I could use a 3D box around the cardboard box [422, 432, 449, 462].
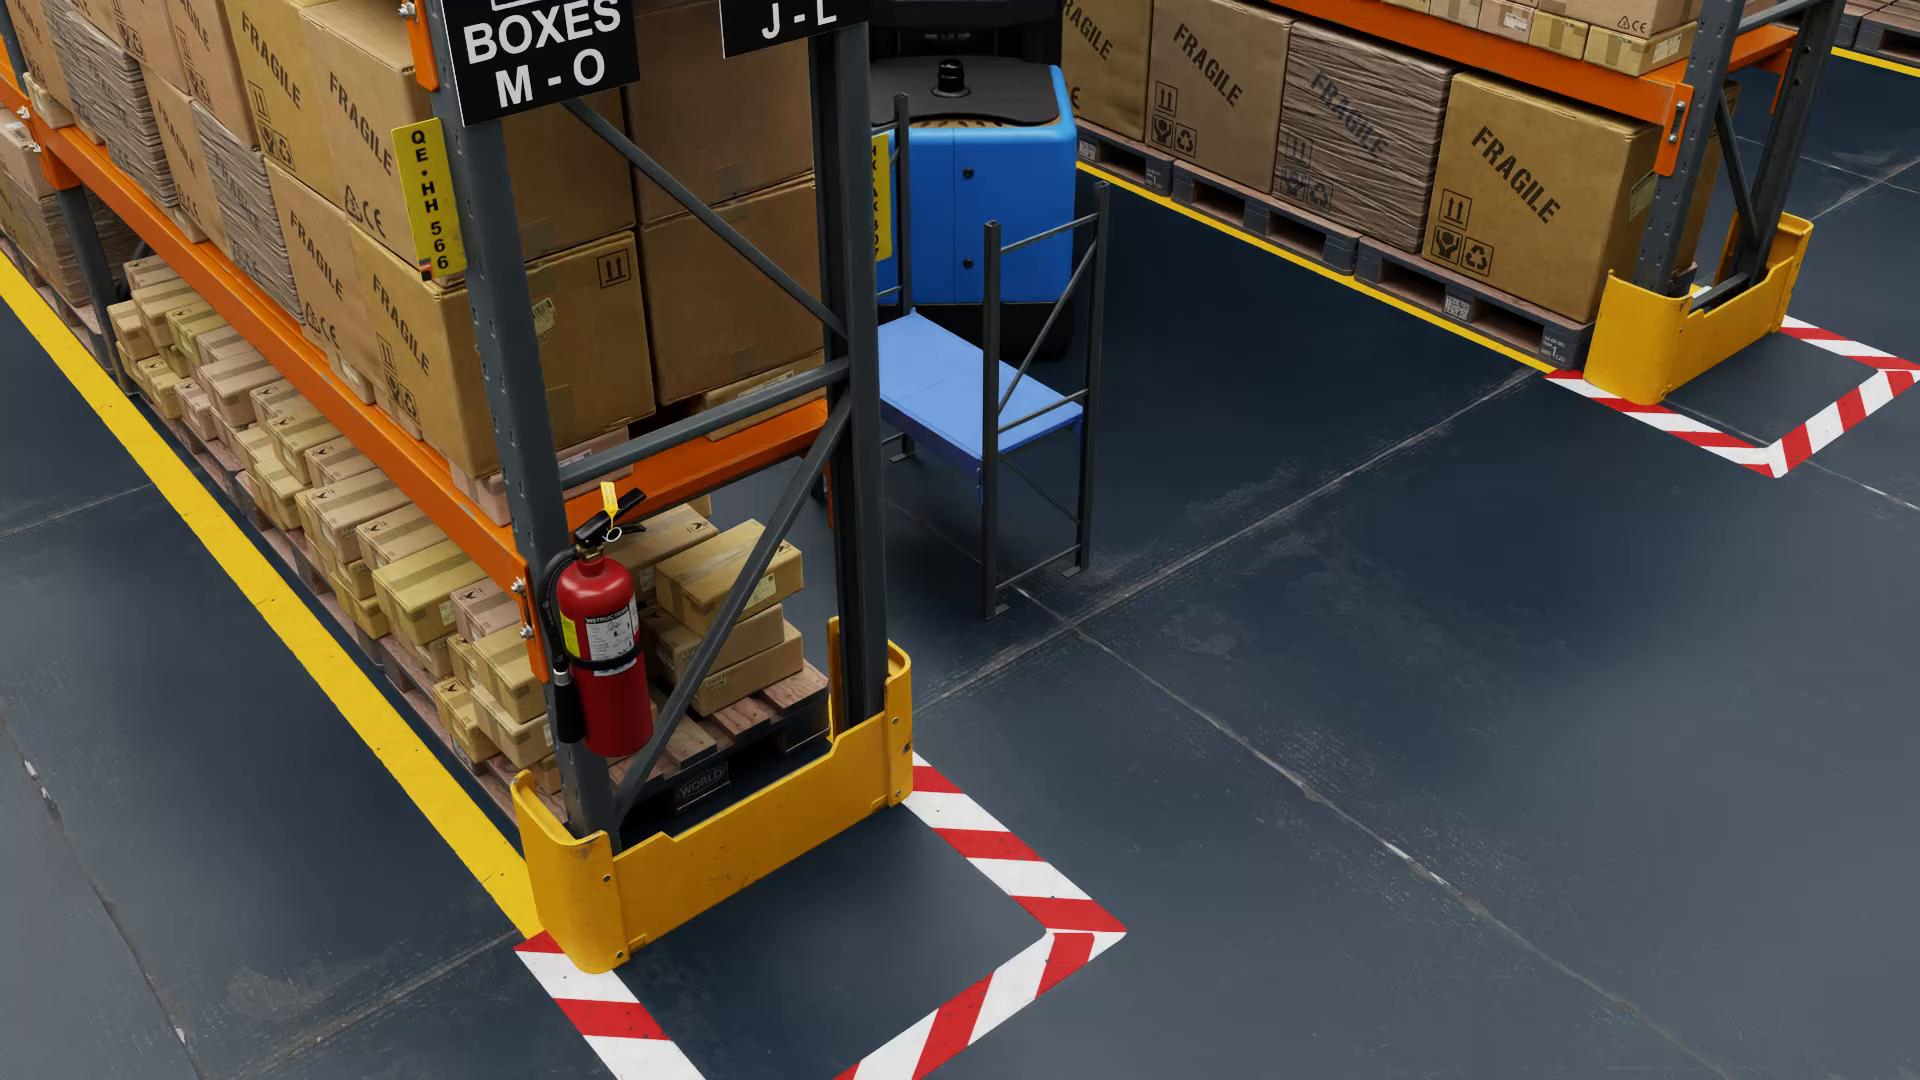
[{"bbox_3d":[-1.184,-0.336,4.346,0.380,0.149,0.250,-26,43,-32],"label":"cardboard box"}]

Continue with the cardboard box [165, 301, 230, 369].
[{"bbox_3d":[-2.810,-0.826,6.410,0.380,0.149,0.250,-27,43,-32],"label":"cardboard box"}]

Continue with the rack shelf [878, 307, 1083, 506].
[{"bbox_3d":[-0.055,-0.503,5.974,0.538,0.185,1.000,-26,43,-32],"label":"rack shelf"}]

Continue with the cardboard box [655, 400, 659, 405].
[{"bbox_3d":[-0.781,-0.536,4.629,0.380,0.149,0.250,-24,42,-30],"label":"cardboard box"}]

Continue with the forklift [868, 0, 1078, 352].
[{"bbox_3d":[-0.078,-2.829,7.709,1.130,2.935,3.031,-1,35,-2],"label":"forklift"}]

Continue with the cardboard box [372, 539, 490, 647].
[{"bbox_3d":[-1.544,0.135,5.053,0.380,0.149,0.250,-27,43,-33],"label":"cardboard box"}]

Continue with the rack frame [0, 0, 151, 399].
[{"bbox_3d":[-3.207,-2.042,6.538,1.000,3.000,0.127,-26,43,-32],"label":"rack frame"}]

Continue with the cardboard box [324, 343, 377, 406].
[{"bbox_3d":[-1.540,-0.545,4.641,0.380,0.149,0.250,-25,42,-31],"label":"cardboard box"}]

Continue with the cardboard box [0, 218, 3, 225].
[{"bbox_3d":[-4.536,-1.881,8.110,0.500,0.500,0.500,-27,43,-33],"label":"cardboard box"}]

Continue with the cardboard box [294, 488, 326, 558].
[{"bbox_3d":[-2.017,-0.105,5.648,0.380,0.149,0.250,-24,42,-30],"label":"cardboard box"}]

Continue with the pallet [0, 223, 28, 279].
[{"bbox_3d":[-4.502,-1.786,8.590,1.003,0.211,1.213,-26,43,-32],"label":"pallet"}]

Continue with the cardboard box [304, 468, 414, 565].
[{"bbox_3d":[-1.878,-0.101,5.386,0.380,0.149,0.250,-24,42,-30],"label":"cardboard box"}]

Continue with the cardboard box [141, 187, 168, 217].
[{"bbox_3d":[-2.555,-1.250,5.637,0.380,0.149,0.250,-25,42,-31],"label":"cardboard box"}]

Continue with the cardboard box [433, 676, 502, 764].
[{"bbox_3d":[-1.368,0.486,5.072,0.380,0.149,0.250,-25,42,-30],"label":"cardboard box"}]

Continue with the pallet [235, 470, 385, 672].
[{"bbox_3d":[-1.955,-0.082,6.183,1.003,0.211,1.213,-26,43,-32],"label":"pallet"}]

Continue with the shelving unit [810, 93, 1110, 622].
[{"bbox_3d":[-0.055,-0.650,5.870,0.538,1.500,1.048,-26,43,-32],"label":"shelving unit"}]

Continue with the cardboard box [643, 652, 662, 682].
[{"bbox_3d":[-0.951,0.280,5.362,0.380,0.149,0.250,-26,43,-32],"label":"cardboard box"}]

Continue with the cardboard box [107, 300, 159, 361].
[{"bbox_3d":[-3.218,-0.892,6.760,0.380,0.149,0.250,-24,42,-30],"label":"cardboard box"}]

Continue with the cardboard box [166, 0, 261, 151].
[{"bbox_3d":[-1.781,-1.405,4.430,0.500,0.500,0.500,-24,42,-30],"label":"cardboard box"}]

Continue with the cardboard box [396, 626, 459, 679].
[{"bbox_3d":[-1.521,0.239,5.163,0.380,0.149,0.250,-28,44,-33],"label":"cardboard box"}]

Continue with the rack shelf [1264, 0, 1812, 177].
[{"bbox_3d":[1.937,-2.671,8.048,1.077,0.370,4.000,-26,43,-32],"label":"rack shelf"}]

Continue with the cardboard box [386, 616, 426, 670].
[{"bbox_3d":[-1.642,0.233,5.429,0.380,0.149,0.250,-26,43,-31],"label":"cardboard box"}]

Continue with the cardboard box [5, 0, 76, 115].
[{"bbox_3d":[-3.080,-1.892,5.982,0.500,0.500,0.500,-27,43,-33],"label":"cardboard box"}]

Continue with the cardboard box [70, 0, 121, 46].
[{"bbox_3d":[-2.455,-1.865,5.079,0.500,0.500,0.500,-25,42,-31],"label":"cardboard box"}]

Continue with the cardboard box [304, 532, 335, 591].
[{"bbox_3d":[-2.016,0.015,5.736,0.380,0.149,0.250,-25,42,-31],"label":"cardboard box"}]

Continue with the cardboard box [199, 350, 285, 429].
[{"bbox_3d":[-2.522,-0.577,6.058,0.380,0.149,0.250,-25,42,-31],"label":"cardboard box"}]

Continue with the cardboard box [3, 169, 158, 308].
[{"bbox_3d":[-3.877,-1.426,7.468,0.500,0.500,0.500,-27,43,-33],"label":"cardboard box"}]

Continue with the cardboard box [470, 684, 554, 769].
[{"bbox_3d":[-1.185,0.468,4.840,0.380,0.149,0.250,-27,44,-33],"label":"cardboard box"}]

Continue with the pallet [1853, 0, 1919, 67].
[{"bbox_3d":[6.509,-3.169,10.542,1.003,0.211,1.213,-26,43,-32],"label":"pallet"}]

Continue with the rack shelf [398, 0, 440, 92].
[{"bbox_3d":[-1.917,-2.090,4.632,1.077,0.370,4.000,-26,43,-32],"label":"rack shelf"}]

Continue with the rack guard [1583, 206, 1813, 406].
[{"bbox_3d":[3.244,-1.051,7.301,1.175,0.500,0.348,-26,43,-32],"label":"rack guard"}]

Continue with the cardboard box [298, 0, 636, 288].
[{"bbox_3d":[-1.111,-0.956,3.795,0.500,0.500,0.500,-27,43,-33],"label":"cardboard box"}]

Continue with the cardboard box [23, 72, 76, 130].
[{"bbox_3d":[-3.275,-1.692,6.262,0.380,0.149,0.250,-24,42,-30],"label":"cardboard box"}]

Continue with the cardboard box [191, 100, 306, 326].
[{"bbox_3d":[-1.776,-0.990,4.709,0.500,0.500,0.500,-26,43,-32],"label":"cardboard box"}]

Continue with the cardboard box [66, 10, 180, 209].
[{"bbox_3d":[-2.458,-1.440,5.344,0.500,0.500,0.500,-27,43,-33],"label":"cardboard box"}]

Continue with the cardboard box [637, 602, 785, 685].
[{"bbox_3d":[-0.768,0.268,5.123,0.380,0.149,0.250,-24,42,-30],"label":"cardboard box"}]

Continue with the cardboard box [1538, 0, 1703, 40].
[{"bbox_3d":[2.713,-2.257,6.713,0.500,0.250,0.500,-27,43,-32],"label":"cardboard box"}]

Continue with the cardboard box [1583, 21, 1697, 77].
[{"bbox_3d":[2.747,-2.013,6.715,0.380,0.149,0.250,-25,42,-31],"label":"cardboard box"}]

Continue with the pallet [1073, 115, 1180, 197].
[{"bbox_3d":[1.078,-2.345,9.378,1.003,0.211,1.213,-26,43,-32],"label":"pallet"}]

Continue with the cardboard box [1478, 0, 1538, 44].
[{"bbox_3d":[2.416,-2.239,7.034,0.380,0.149,0.250,-26,43,-32],"label":"cardboard box"}]

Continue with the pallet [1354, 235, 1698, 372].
[{"bbox_3d":[2.652,-1.267,7.857,1.003,0.211,1.213,-26,43,-32],"label":"pallet"}]

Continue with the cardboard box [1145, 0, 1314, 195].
[{"bbox_3d":[1.592,-2.433,8.565,0.875,0.875,0.875,-26,43,-32],"label":"cardboard box"}]

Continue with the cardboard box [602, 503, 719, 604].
[{"bbox_3d":[-0.974,0.038,5.189,0.380,0.149,0.250,-25,42,-31],"label":"cardboard box"}]

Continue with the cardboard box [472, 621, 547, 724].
[{"bbox_3d":[-1.161,0.334,4.772,0.380,0.149,0.250,-25,43,-31],"label":"cardboard box"}]

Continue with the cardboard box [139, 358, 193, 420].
[{"bbox_3d":[-3.046,-0.652,6.679,0.380,0.149,0.250,-25,42,-31],"label":"cardboard box"}]

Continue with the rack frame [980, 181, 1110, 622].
[{"bbox_3d":[0.273,-0.425,5.553,0.500,1.500,0.032,-26,43,-32],"label":"rack frame"}]

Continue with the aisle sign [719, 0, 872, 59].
[{"bbox_3d":[-0.350,-1.417,3.406,0.394,0.787,0.004,-26,43,-32],"label":"aisle sign"}]

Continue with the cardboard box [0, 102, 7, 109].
[{"bbox_3d":[-4.203,-1.966,7.581,0.500,0.250,0.500,-24,42,-30],"label":"cardboard box"}]

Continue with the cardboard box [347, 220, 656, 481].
[{"bbox_3d":[-1.113,-0.541,4.074,0.500,0.500,0.500,-25,42,-31],"label":"cardboard box"}]

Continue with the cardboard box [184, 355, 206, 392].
[{"bbox_3d":[-2.801,-0.720,6.517,0.380,0.149,0.250,-26,43,-32],"label":"cardboard box"}]

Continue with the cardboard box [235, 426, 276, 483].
[{"bbox_3d":[-2.355,-0.334,5.972,0.380,0.149,0.250,-26,43,-32],"label":"cardboard box"}]

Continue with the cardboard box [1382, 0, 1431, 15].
[{"bbox_3d":[2.087,-2.464,7.351,0.380,0.149,0.250,-27,43,-33],"label":"cardboard box"}]

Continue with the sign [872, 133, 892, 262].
[{"bbox_3d":[-0.212,-0.832,4.080,0.100,0.325,0.005,-26,43,-32],"label":"sign"}]

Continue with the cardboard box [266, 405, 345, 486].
[{"bbox_3d":[-2.154,-0.364,5.757,0.380,0.149,0.250,-26,43,-32],"label":"cardboard box"}]

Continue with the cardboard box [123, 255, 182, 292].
[{"bbox_3d":[-3.143,-1.063,6.745,0.380,0.149,0.250,-24,42,-30],"label":"cardboard box"}]

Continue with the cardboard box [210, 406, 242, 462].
[{"bbox_3d":[-2.644,-0.468,6.419,0.380,0.149,0.250,-27,43,-33],"label":"cardboard box"}]

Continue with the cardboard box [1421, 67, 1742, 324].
[{"bbox_3d":[2.754,-1.638,7.443,0.875,0.875,0.875,-26,43,-32],"label":"cardboard box"}]
